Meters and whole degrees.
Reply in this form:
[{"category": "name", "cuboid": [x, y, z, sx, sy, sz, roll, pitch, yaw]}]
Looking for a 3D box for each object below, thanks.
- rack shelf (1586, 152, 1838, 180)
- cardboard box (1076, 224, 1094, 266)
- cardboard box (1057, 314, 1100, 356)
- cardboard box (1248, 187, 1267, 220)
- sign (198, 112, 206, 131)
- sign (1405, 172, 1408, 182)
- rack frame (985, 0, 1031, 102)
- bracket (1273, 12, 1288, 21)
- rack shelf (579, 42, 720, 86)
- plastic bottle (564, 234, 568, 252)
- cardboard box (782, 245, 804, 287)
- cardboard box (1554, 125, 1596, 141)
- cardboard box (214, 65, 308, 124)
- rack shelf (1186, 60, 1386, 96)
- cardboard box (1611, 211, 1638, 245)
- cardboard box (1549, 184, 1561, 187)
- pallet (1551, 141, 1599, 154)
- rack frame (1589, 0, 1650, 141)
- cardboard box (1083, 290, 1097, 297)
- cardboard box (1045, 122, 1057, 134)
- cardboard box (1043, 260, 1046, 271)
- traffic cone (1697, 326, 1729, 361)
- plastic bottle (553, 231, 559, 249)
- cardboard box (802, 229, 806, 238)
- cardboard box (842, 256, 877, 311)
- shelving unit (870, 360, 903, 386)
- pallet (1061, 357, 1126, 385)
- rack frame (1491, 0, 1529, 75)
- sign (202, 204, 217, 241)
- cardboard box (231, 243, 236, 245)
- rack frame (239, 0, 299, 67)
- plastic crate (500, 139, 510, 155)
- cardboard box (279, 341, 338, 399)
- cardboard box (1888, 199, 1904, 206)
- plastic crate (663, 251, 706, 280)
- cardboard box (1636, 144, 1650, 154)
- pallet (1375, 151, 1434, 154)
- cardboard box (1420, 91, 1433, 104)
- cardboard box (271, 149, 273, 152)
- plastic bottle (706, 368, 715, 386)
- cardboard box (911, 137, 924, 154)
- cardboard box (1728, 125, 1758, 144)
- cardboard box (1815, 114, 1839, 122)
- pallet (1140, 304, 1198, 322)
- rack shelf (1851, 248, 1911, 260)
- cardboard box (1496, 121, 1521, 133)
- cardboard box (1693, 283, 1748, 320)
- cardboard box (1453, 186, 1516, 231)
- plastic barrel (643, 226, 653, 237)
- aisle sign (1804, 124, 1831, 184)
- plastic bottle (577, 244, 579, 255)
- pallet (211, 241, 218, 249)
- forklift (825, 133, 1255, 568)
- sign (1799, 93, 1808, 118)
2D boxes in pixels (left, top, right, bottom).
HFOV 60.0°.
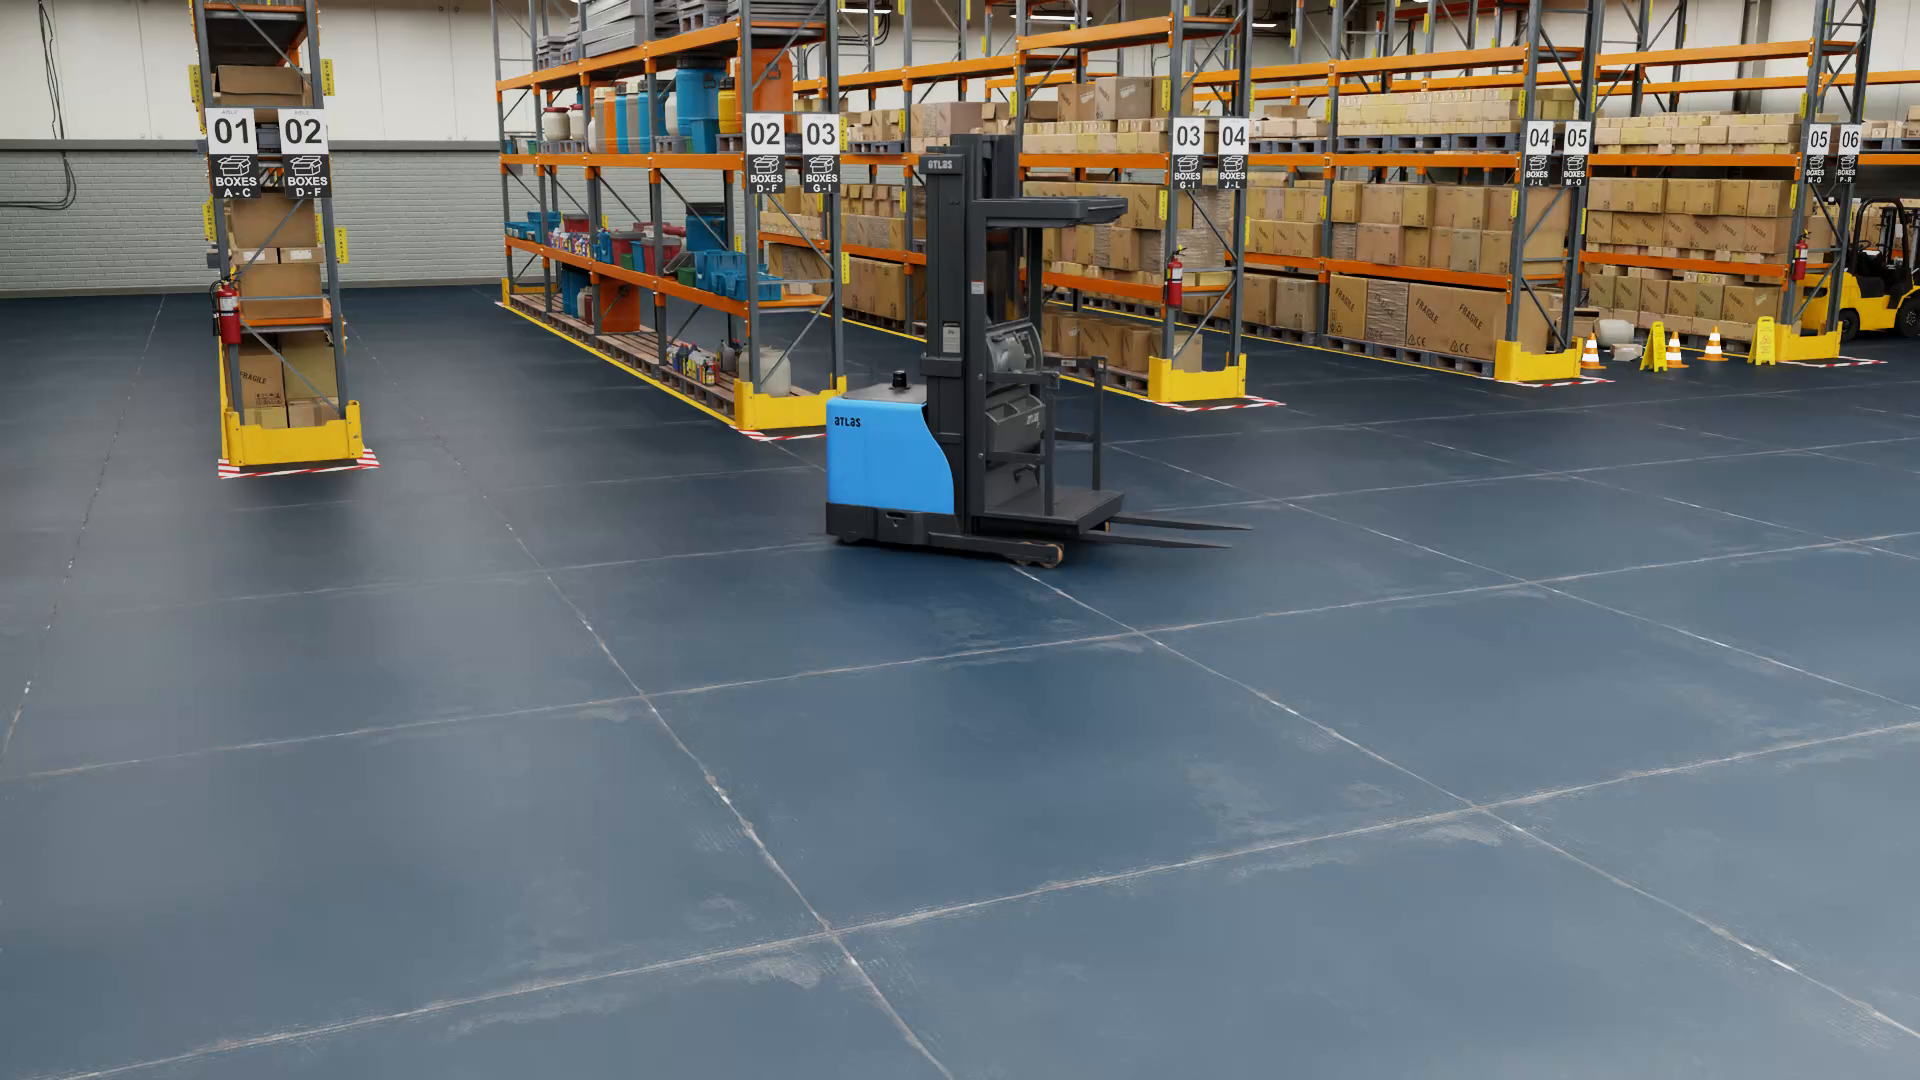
[{"category": "rack shelf", "cuboid": [11.100, -5.542, 24.604, 1.077, 0.370, 4.000, -6, 14, -23]}, {"category": "cardboard box", "cuboid": [1.965, -3.736, 20.979, 0.875, 0.500, 0.500, -6, 14, -23]}, {"category": "cardboard box", "cuboid": [1.578, -2.732, 22.133, 0.500, 0.500, 0.500, -1, 13, -5]}, {"category": "cardboard box", "cuboid": [4.988, -5.329, 26.302, 0.700, 0.500, 0.500, -6, 14, -24]}, {"category": "sign", "cuboid": [-9.960, -5.546, 21.881, 0.100, 0.325, 0.005, -6, 14, -23]}, {"category": "sign", "cuboid": [10.555, -8.536, 39.332, 0.100, 0.325, 0.005, -6, 14, -23]}, {"category": "rack frame", "cuboid": [0.997, -9.778, 34.660, 1.000, 3.000, 0.127, -6, 14, -23]}, {"category": "bracket", "cuboid": [8.343, -13.630, 43.323, 0.235, 0.232, 0.430, -6, 14, -23]}, {"category": "rack shelf", "cuboid": [-4.121, -6.292, 22.081, 1.077, 0.370, 4.000, -6, 14, -23]}, {"category": "plastic bottle", "cuboid": [-6.203, -4.696, 26.292, 0.097, 0.271, 0.097, 0, 13, 0]}, {"category": "cardboard box", "cuboid": [-2.894, -5.284, 32.331, 0.875, 0.875, 0.875, -6, 14, -23]}, {"category": "cardboard box", "cuboid": [9.932, -6.544, 26.743, 0.500, 0.250, 0.500, -6, 14, -24]}, {"category": "cardboard box", "cuboid": [-6.484, -4.132, 15.447, 0.797, 0.503, 0.637, -5, 14, -19]}, {"category": "rack shelf", "cuboid": [5.002, -7.167, 25.860, 1.077, 0.370, 4.000, -6, 14, -23]}, {"category": "cardboard box", "cuboid": [10.442, -4.820, 25.661, 0.500, 0.500, 0.500, -6, 14, -23]}, {"category": "cardboard box", "cuboid": [9.905, -5.902, 27.969, 0.380, 0.149, 0.250, -5, 14, -20]}, {"category": "pallet", "cuboid": [10.149, -6.351, 26.922, 1.213, 0.211, 1.003, -6, 14, -23]}, {"category": "rack frame", "cuboid": [10.299, -7.767, 25.970, 1.000, 3.000, 0.127, -6, 14, -23]}, {"category": "cardboard box", "cuboid": [2.652, -4.839, 31.237, 0.500, 0.500, 0.500, -5, 14, -21]}, {"category": "cardboard box", "cuboid": [1.325, -5.329, 21.540, 0.380, 0.149, 0.250, -6, 14, -23]}, {"category": "cardboard box", "cuboid": [1.243, -3.653, 22.058, 0.380, 0.149, 0.250, -6, 14, -23]}, {"category": "traffic cone", "cuboid": [10.547, -2.754, 23.242, 0.336, 0.463, 0.334, -6, 14, -23]}, {"category": "plastic bottle", "cuboid": [-6.542, -4.888, 27.113, 0.152, 0.276, 0.135, -6, 14, -23]}, {"category": "cardboard box", "cuboid": [-2.718, -5.672, 30.782, 0.380, 0.149, 0.250, -5, 14, -22]}, {"category": "cardboard box", "cuboid": [-1.353, -4.456, 28.752, 1.225, 0.875, 0.875, -6, 14, -25]}, {"category": "shelving unit", "cuboid": [-0.621, -0.809, 13.167, 0.189, 1.200, 0.258, 1, 11, -18]}, {"category": "pallet", "cuboid": [2.012, -2.202, 21.417, 1.003, 0.211, 1.213, -6, 14, -23]}, {"category": "rack frame", "cuboid": [11.640, -9.869, 35.052, 1.000, 3.000, 0.127, -6, 14, -23]}, {"category": "sign", "cuboid": [-6.760, -2.862, 14.989, 0.100, 0.325, 0.005, -6, 14, -23]}, {"category": "cardboard box", "cuboid": [-6.893, -2.814, 16.215, 0.380, 0.149, 0.250, -5, 14, -22]}, {"category": "rack frame", "cuboid": [-7.860, -5.978, 18.240, 1.000, 3.000, 0.127, -6, 14, -23]}, {"category": "plastic crate", "cuboid": [-8.228, -7.274, 30.782, 0.497, 0.269, 0.590, -6, 14, -23]}, {"category": "cardboard box", "cuboid": [-6.471, -1.693, 16.535, 0.500, 0.500, 0.500, -6, 14, -23]}, {"category": "cardboard box", "cuboid": [15.290, -5.451, 26.950, 0.380, 0.149, 0.250, -6, 14, -23]}, {"category": "plastic crate", "cuboid": [-3.227, -3.352, 20.336, 0.767, 0.338, 0.504, -6, 14, -23]}, {"category": "cardboard box", "cuboid": [10.517, -5.941, 25.290, 0.380, 0.149, 0.250, -5, 14, -21]}, {"category": "pallet", "cuboid": [8.390, -7.168, 30.454, 1.213, 0.211, 1.003, -5, 14, -20]}, {"category": "cardboard box", "cuboid": [6.349, -5.884, 22.125, 0.380, 0.149, 0.250, -6, 14, -23]}, {"category": "cardboard box", "cuboid": [-9.668, -5.478, 22.514, 0.910, 0.500, 0.500, -6, 14, -23]}, {"category": "plastic bottle", "cuboid": [-2.855, -1.866, 19.010, 0.097, 0.201, 0.097, 0, 13, 0]}, {"category": "cardboard box", "cuboid": [-0.429, -6.043, 25.510, 0.500, 0.250, 0.500, -5, 14, -22]}, {"category": "cardboard box", "cuboid": [11.261, -5.737, 23.528, 0.500, 0.250, 0.500, -6, 14, -24]}, {"category": "cardboard box", "cuboid": [11.945, -5.837, 23.073, 0.380, 0.149, 0.250, -6, 14, -23]}, {"category": "pallet", "cuboid": [3.889, -4.005, 29.208, 1.003, 0.211, 1.213, -6, 14, -23]}, {"category": "rack shelf", "cuboid": [15.646, -4.529, 26.883, 1.077, 0.370, 4.000, -6, 14, -23]}, {"category": "cardboard box", "cuboid": [6.962, -5.180, 20.850, 0.380, 0.149, 0.250, -6, 14, -23]}, {"category": "cardboard box", "cuboid": [11.129, -3.497, 24.332, 0.500, 0.500, 0.500, -5, 14, -21]}, {"category": "cardboard box", "cuboid": [6.988, -4.334, 21.717, 0.875, 0.550, 0.550, -6, 14, -23]}, {"category": "plastic barrel", "cuboid": [-4.314, -4.189, 23.569, 0.421, 0.512, 0.421, 0, 13, 0]}, {"category": "aisle sign", "cuboid": [11.660, -5.245, 22.614, 0.394, 0.787, 0.004, -6, 14, -23]}, {"category": "plastic bottle", "cuboid": [-5.792, -4.450, 25.384, 0.097, 0.201, 0.097, 0, 13, 0]}, {"category": "pallet", "cuboid": [-10.844, -4.439, 25.324, 1.003, 0.211, 1.213, -6, 14, -23]}, {"category": "forklift", "cuboid": [0.573, -1.370, 11.791, 3.031, 2.935, 1.130, 6, 14, 23]}, {"category": "sign", "cuboid": [11.384, -5.864, 22.439, 0.100, 0.325, 0.005, -6, 14, -23]}]
